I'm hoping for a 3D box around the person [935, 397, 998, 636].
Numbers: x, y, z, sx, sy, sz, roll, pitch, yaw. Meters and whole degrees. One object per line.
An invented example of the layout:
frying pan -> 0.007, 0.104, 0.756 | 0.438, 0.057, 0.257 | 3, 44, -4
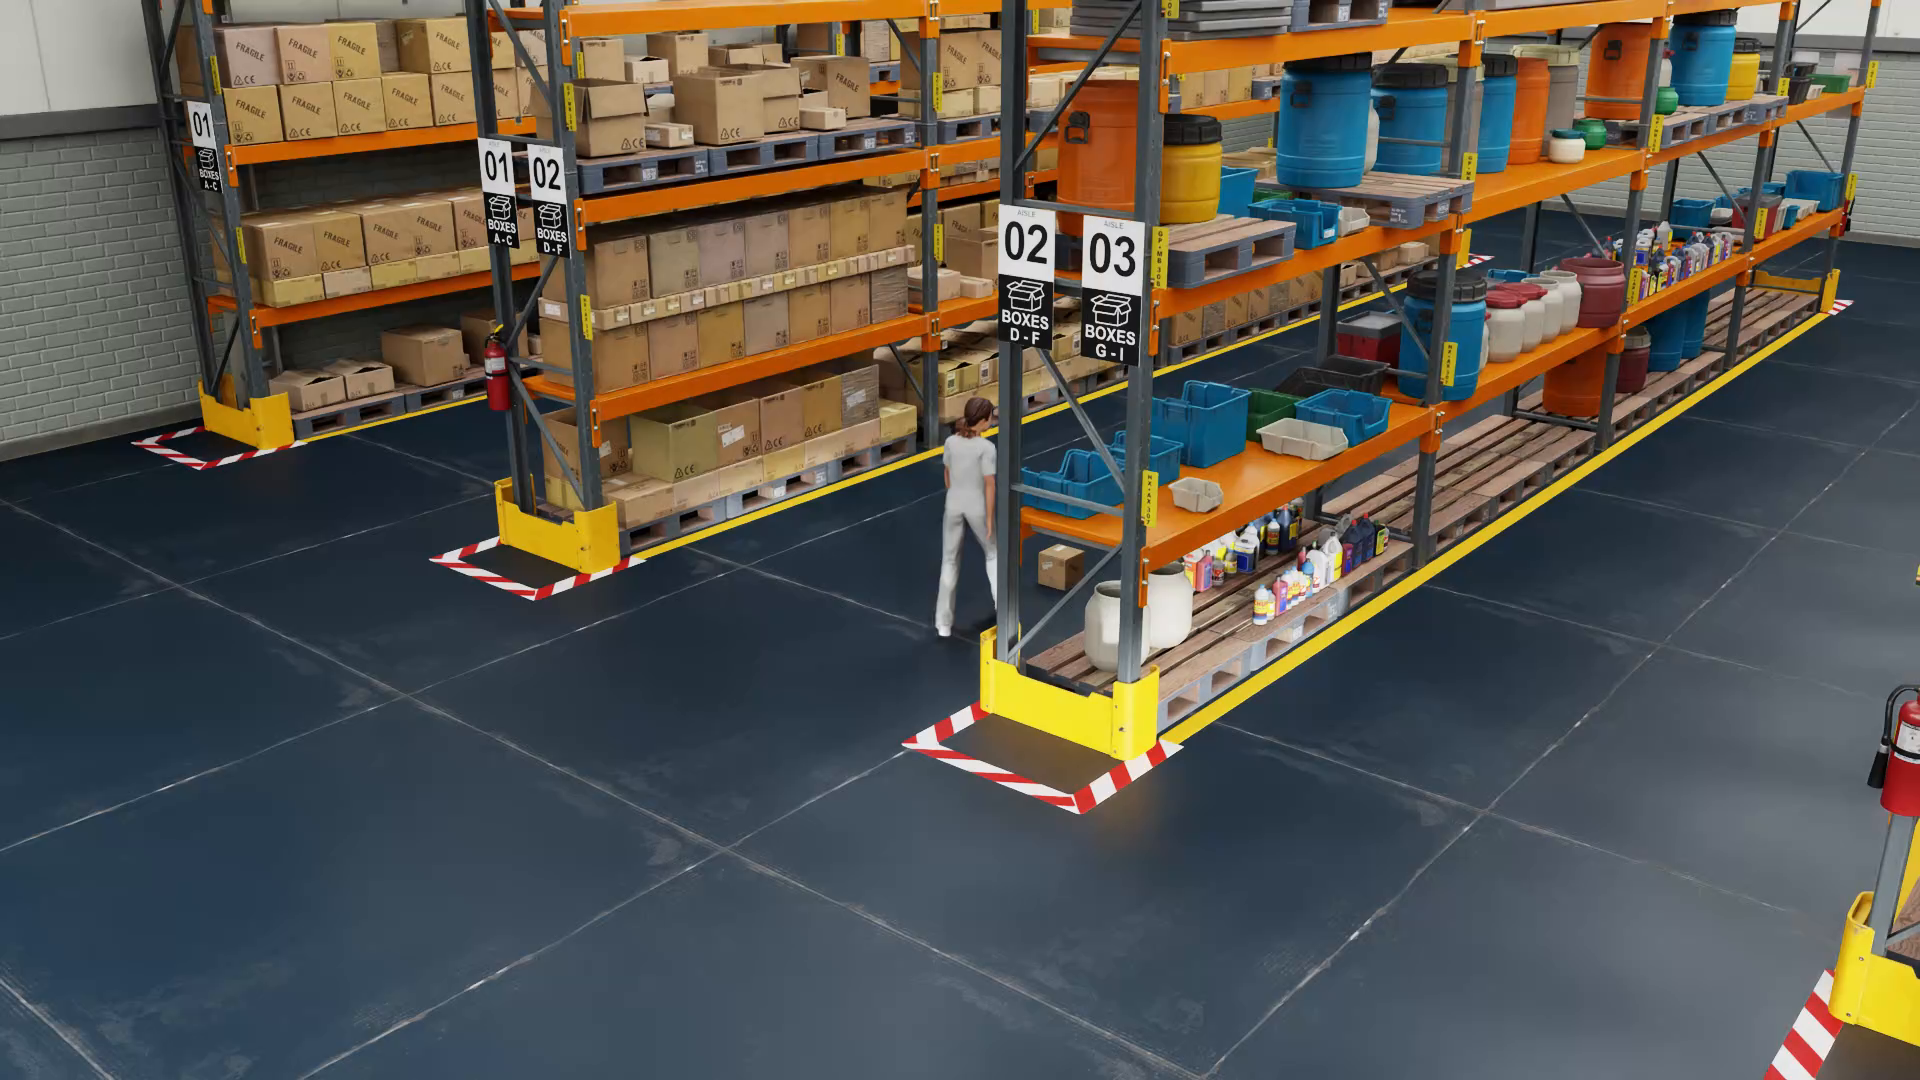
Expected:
person -> 0.086, -0.218, 11.656 | 0.455, 1.622, 0.925 | 7, 21, 18
